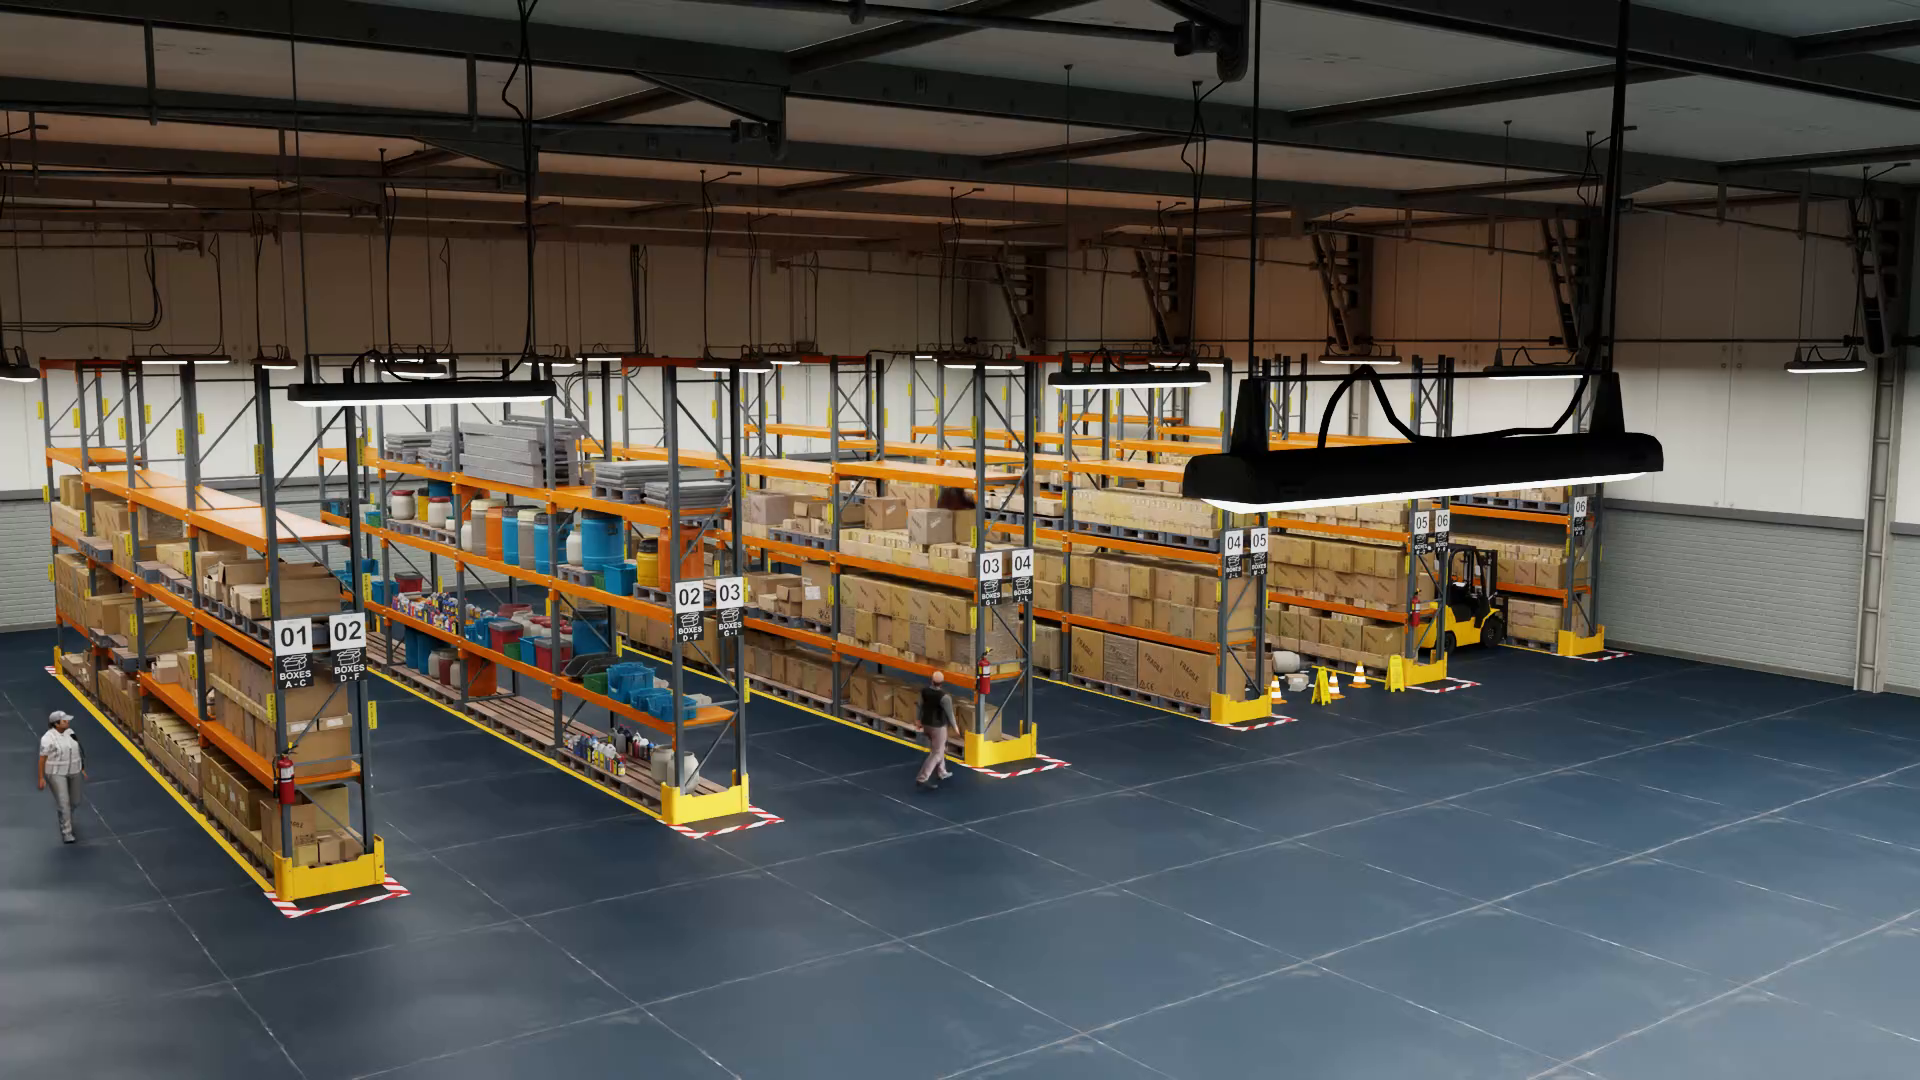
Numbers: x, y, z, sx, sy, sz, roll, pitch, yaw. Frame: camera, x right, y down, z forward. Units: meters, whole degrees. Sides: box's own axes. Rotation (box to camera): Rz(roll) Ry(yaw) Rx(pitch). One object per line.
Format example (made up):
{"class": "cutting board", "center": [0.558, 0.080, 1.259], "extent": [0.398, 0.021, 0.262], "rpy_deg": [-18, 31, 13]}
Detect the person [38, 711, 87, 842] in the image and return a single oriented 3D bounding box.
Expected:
{"class": "person", "center": [-11.492, 2.973, 21.255], "extent": [0.901, 1.615, 0.580], "rpy_deg": [6, 9, 43]}

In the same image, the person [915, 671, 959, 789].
{"class": "person", "center": [-0.362, 2.669, 23.723], "extent": [0.899, 1.672, 0.662], "rpy_deg": [-5, 9, -38]}
